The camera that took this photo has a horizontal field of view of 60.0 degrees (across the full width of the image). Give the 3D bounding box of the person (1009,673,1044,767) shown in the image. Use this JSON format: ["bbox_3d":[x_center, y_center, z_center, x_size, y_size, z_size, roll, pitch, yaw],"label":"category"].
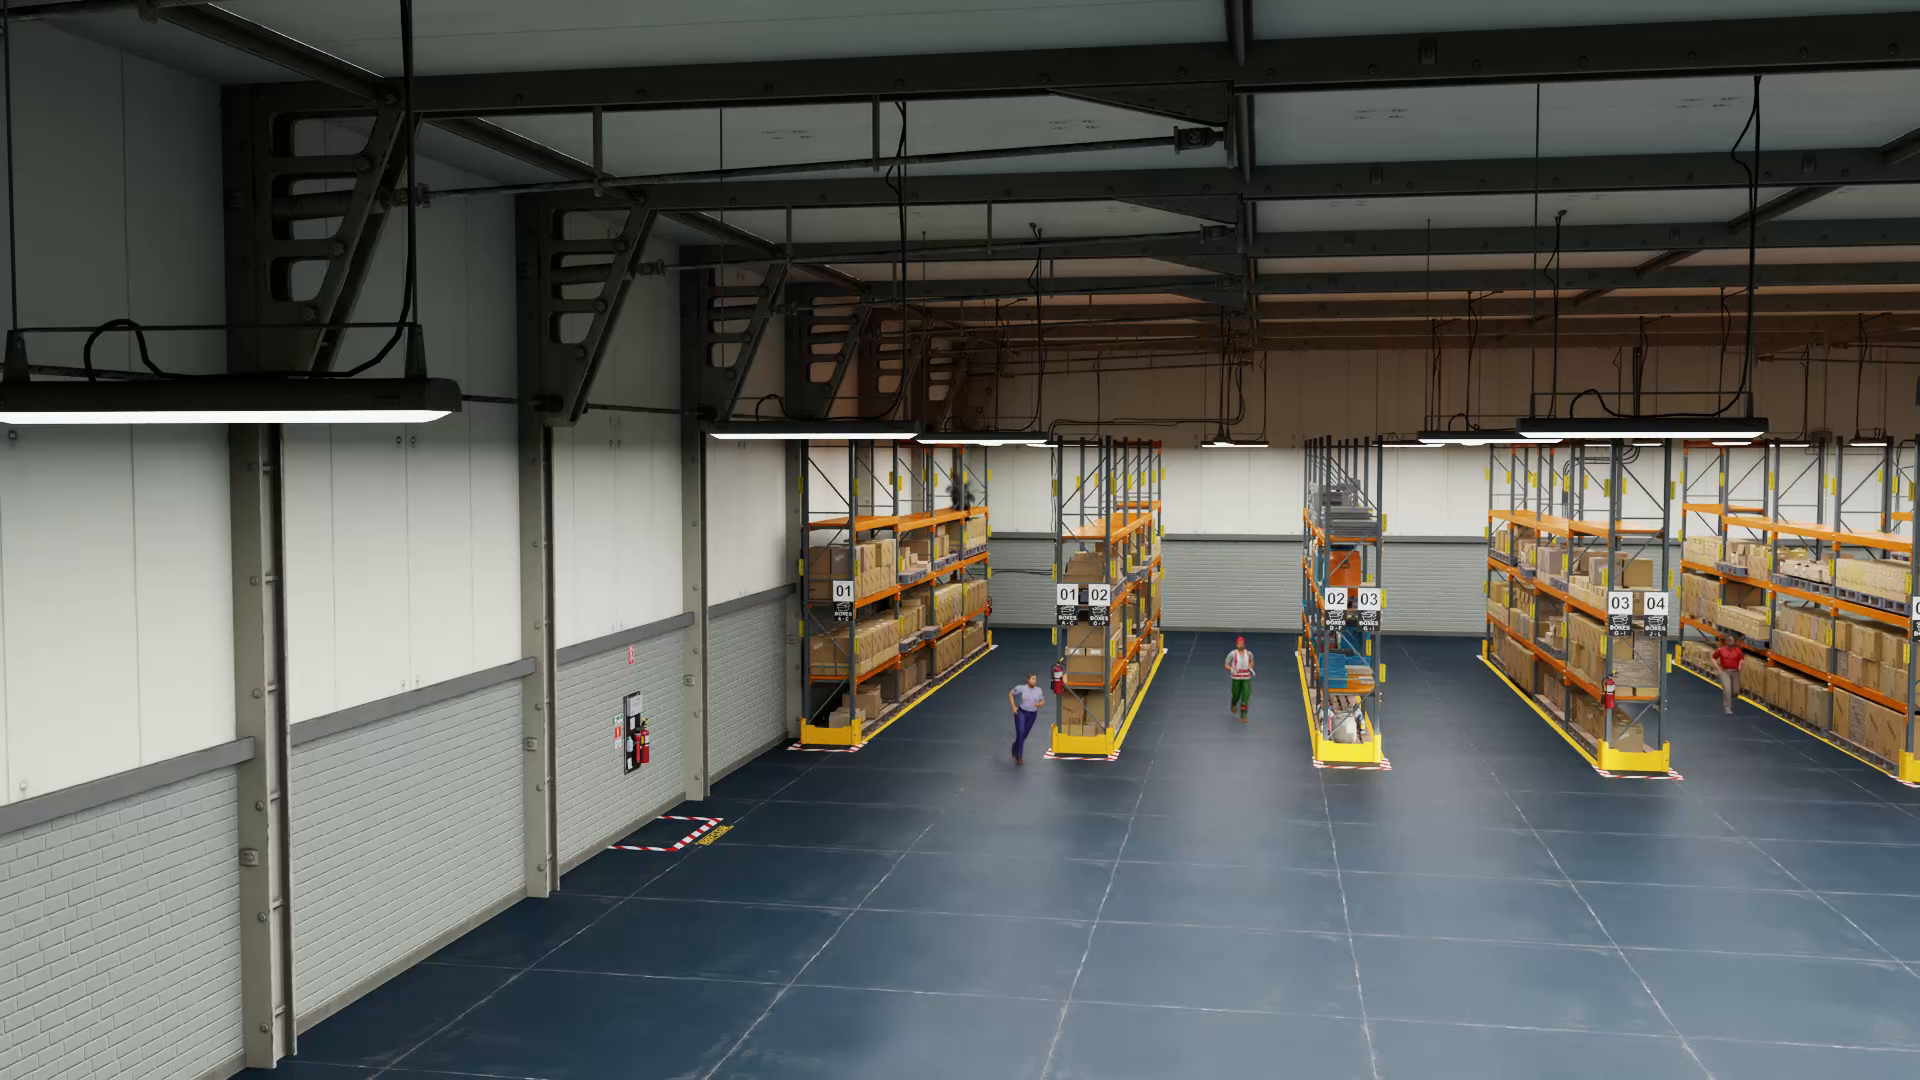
[{"bbox_3d":[1.226,3.263,30.583,0.673,1.640,0.898,-1,3,-20],"label":"person"}]

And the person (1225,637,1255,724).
[{"bbox_3d":[5.913,2.932,35.036,0.656,1.778,0.932,0,3,-5],"label":"person"}]

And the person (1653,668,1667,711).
[{"bbox_3d":[15.341,2.952,36.764,0.709,1.568,0.945,0,3,0],"label":"person"}]

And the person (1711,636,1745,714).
[{"bbox_3d":[16.735,2.921,36.215,0.670,1.681,0.761,1,3,10],"label":"person"}]

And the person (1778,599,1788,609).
[{"bbox_3d":[22.709,2.455,45.298,0.858,1.714,0.663,0,3,1],"label":"person"}]
